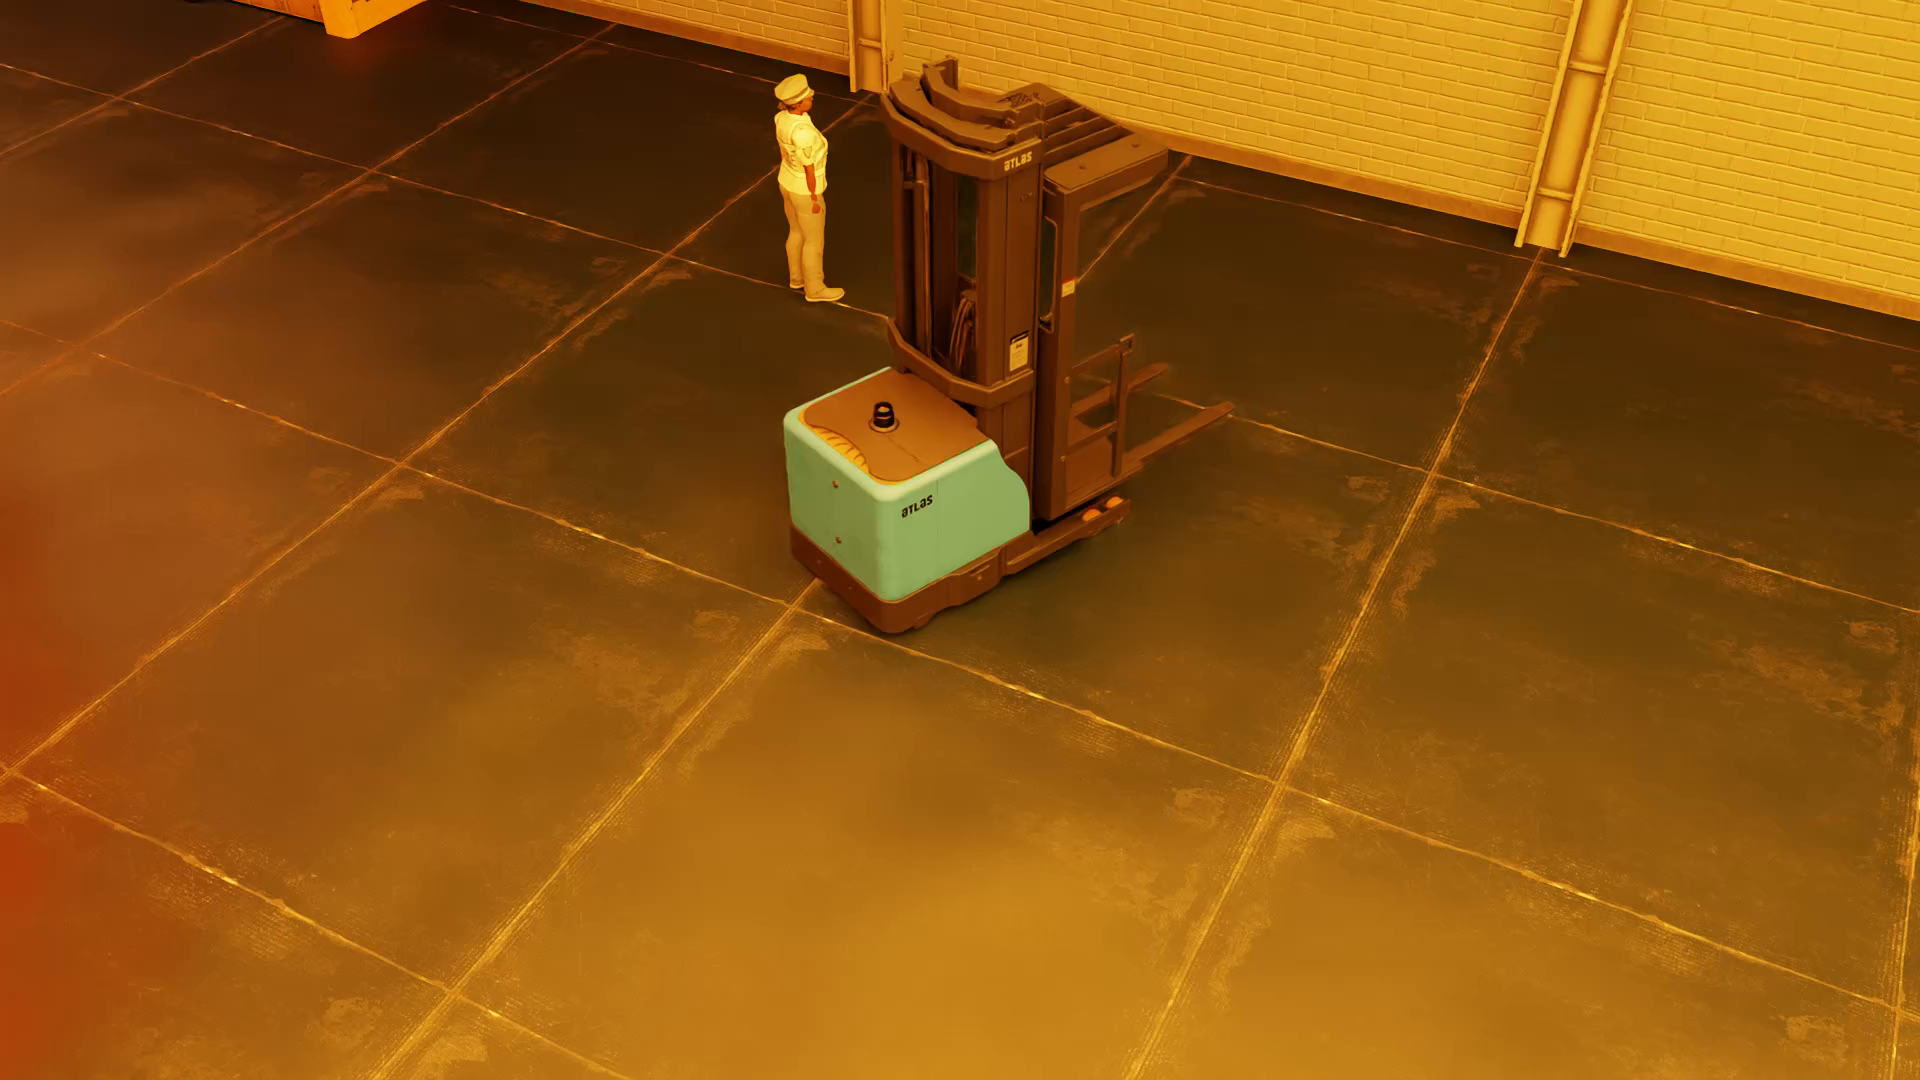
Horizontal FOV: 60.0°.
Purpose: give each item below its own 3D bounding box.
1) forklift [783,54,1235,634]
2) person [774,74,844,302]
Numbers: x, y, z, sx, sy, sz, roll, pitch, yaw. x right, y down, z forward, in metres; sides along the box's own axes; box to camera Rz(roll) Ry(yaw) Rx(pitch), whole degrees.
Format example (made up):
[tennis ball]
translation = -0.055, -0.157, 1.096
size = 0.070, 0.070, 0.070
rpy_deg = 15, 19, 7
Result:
[forklift]
translation = 0.434, -1.382, 9.628
size = 3.031, 2.935, 1.130
rpy_deg = -28, 47, -29
[person]
translation = -1.108, -2.522, 11.950
size = 0.352, 1.690, 0.452
rpy_deg = -21, 44, -23
